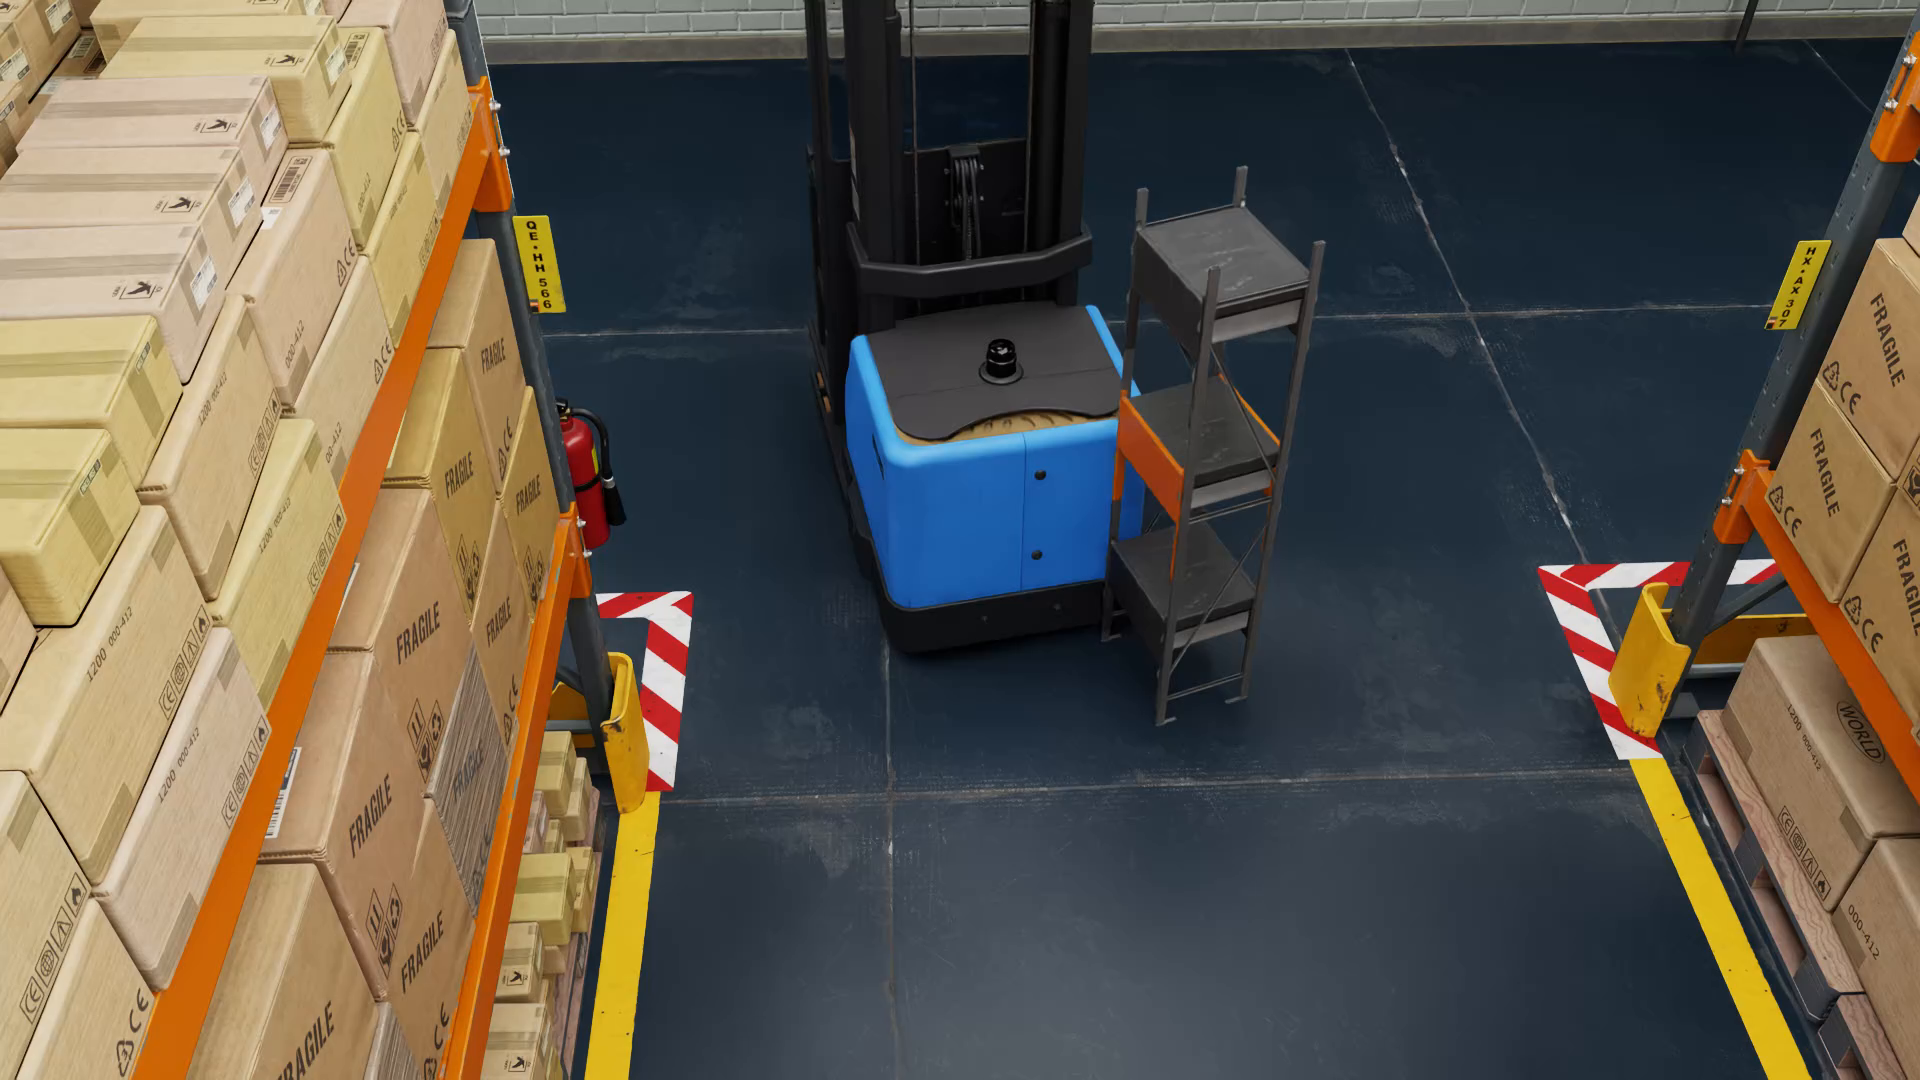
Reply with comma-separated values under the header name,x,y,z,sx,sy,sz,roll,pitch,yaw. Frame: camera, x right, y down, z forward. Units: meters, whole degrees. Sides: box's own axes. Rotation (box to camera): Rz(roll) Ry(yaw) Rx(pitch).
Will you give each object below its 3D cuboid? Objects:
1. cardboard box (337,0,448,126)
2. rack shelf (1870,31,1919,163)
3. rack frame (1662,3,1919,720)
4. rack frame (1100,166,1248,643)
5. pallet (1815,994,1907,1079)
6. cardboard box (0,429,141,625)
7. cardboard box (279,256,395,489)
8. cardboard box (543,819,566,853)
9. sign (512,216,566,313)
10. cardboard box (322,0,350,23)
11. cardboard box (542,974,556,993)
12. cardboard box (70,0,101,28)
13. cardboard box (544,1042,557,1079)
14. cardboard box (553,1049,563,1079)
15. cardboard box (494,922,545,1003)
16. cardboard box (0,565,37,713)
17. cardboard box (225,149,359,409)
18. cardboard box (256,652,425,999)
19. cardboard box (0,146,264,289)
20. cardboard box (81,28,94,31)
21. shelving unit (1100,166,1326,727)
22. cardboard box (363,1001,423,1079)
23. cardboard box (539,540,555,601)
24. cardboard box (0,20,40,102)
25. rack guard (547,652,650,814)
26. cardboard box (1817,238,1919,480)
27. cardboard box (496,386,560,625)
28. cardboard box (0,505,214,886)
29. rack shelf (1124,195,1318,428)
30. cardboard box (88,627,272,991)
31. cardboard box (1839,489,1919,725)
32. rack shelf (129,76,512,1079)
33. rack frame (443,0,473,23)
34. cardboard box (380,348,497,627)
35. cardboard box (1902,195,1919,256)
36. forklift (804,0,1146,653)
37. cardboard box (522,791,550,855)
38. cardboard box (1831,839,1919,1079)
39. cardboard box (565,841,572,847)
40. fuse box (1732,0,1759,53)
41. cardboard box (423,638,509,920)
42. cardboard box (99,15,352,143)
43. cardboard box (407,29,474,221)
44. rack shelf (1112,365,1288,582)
name,x,y,z,sx,sy,sz,roll,pitch,yaw
cardboard box,-1.496,-1.179,3.837,0.500,0.250,0.500,-3,43,-3
rack shelf,3.257,0.052,3.286,1.077,0.370,4.000,-2,43,-2
rack frame,3.172,-0.458,5.529,1.000,3.000,0.127,-2,43,-2
rack frame,0.761,-0.407,6.140,0.400,2.100,0.015,-15,45,-16
pallet,3.333,1.929,4.989,1.003,0.211,1.213,-2,43,-2
cardboard box,-1.378,-0.021,2.279,0.380,0.149,0.250,0,43,0
cardboard box,-1.449,-0.319,3.269,0.500,0.250,0.500,0,43,0
cardboard box,-1.504,1.065,5.447,0.380,0.149,0.250,-3,43,-3
sign,-1.214,-0.793,4.805,0.100,0.325,0.005,-2,43,-2
cardboard box,-1.528,-1.245,3.614,0.380,0.149,0.250,-1,43,-1
cardboard box,-1.501,1.350,5.357,0.380,0.149,0.250,-2,43,-2
cardboard box,-1.990,-1.232,3.600,0.380,0.149,0.250,0,43,0
cardboard box,-1.403,1.587,4.878,0.380,0.149,0.250,-1,43,-1
cardboard box,-1.404,1.686,4.990,0.380,0.149,0.250,-3,43,-4
cardboard box,-1.455,1.299,4.972,0.380,0.149,0.250,-3,43,-4
cardboard box,-1.412,0.165,2.077,0.380,0.149,0.250,-3,43,-3
cardboard box,-1.454,-0.487,3.083,0.500,0.250,0.500,-1,43,-1
cardboard box,-1.423,0.589,3.353,0.500,0.500,0.500,-3,43,-3
cardboard box,-1.439,-0.548,2.854,0.380,0.149,0.250,-1,43,-1
cardboard box,-2.010,-1.172,3.830,0.500,0.250,0.500,-1,43,-1
shelving unit,0.852,-0.254,5.973,0.431,2.100,0.503,-15,45,-16
cardboard box,-1.382,1.290,3.329,0.500,0.500,0.500,-2,43,-3
cardboard box,-1.473,0.057,5.154,0.380,0.149,0.250,-2,43,-2
cardboard box,-2.042,-0.882,3.218,0.380,0.149,0.250,-1,43,-1
rack guard,-1.766,0.725,6.089,1.175,0.500,0.348,-2,43,-2
cardboard box,2.908,-0.531,4.795,0.500,0.500,0.500,-3,43,-3
cardboard box,-1.493,-0.098,4.843,0.500,0.500,0.500,-1,43,-1
cardboard box,-1.404,0.210,2.322,0.500,0.250,0.500,-1,43,-1
rack shelf,0.852,-0.760,5.509,0.431,0.518,0.480,-15,45,-16
cardboard box,-1.388,0.392,2.493,0.500,0.250,0.500,0,43,0
cardboard box,2.955,0.178,4.762,0.500,0.500,0.500,-2,43,-2
rack shelf,-1.684,0.262,3.057,1.077,0.370,4.000,-2,43,-2
rack frame,-1.769,-2.459,3.273,1.000,3.000,0.127,-2,43,-2
cardboard box,-1.480,-0.119,4.125,0.500,0.500,0.500,-3,43,-3
cardboard box,2.910,-0.855,4.669,0.380,0.149,0.250,-1,43,-1
forklift,-0.092,-1.637,6.867,1.130,2.935,3.031,-9,43,-9
cardboard box,-1.540,0.951,5.352,0.380,0.149,0.250,-1,43,-1
cardboard box,3.347,1.392,5.097,0.875,0.438,0.875,-1,43,-1
cardboard box,-1.539,0.998,5.740,0.380,0.149,0.250,-1,43,-1
fuse box,5.014,-3.751,10.075,0.539,1.711,0.414,-2,43,-2
cardboard box,-1.445,0.592,4.090,0.500,0.500,0.500,-2,43,-2
cardboard box,-1.418,-0.895,3.233,0.380,0.149,0.250,-1,43,-1
cardboard box,-1.486,-0.998,4.010,0.500,0.250,0.500,-2,43,-3
rack shelf,0.852,-0.244,5.982,0.431,0.518,0.480,-15,45,-16
